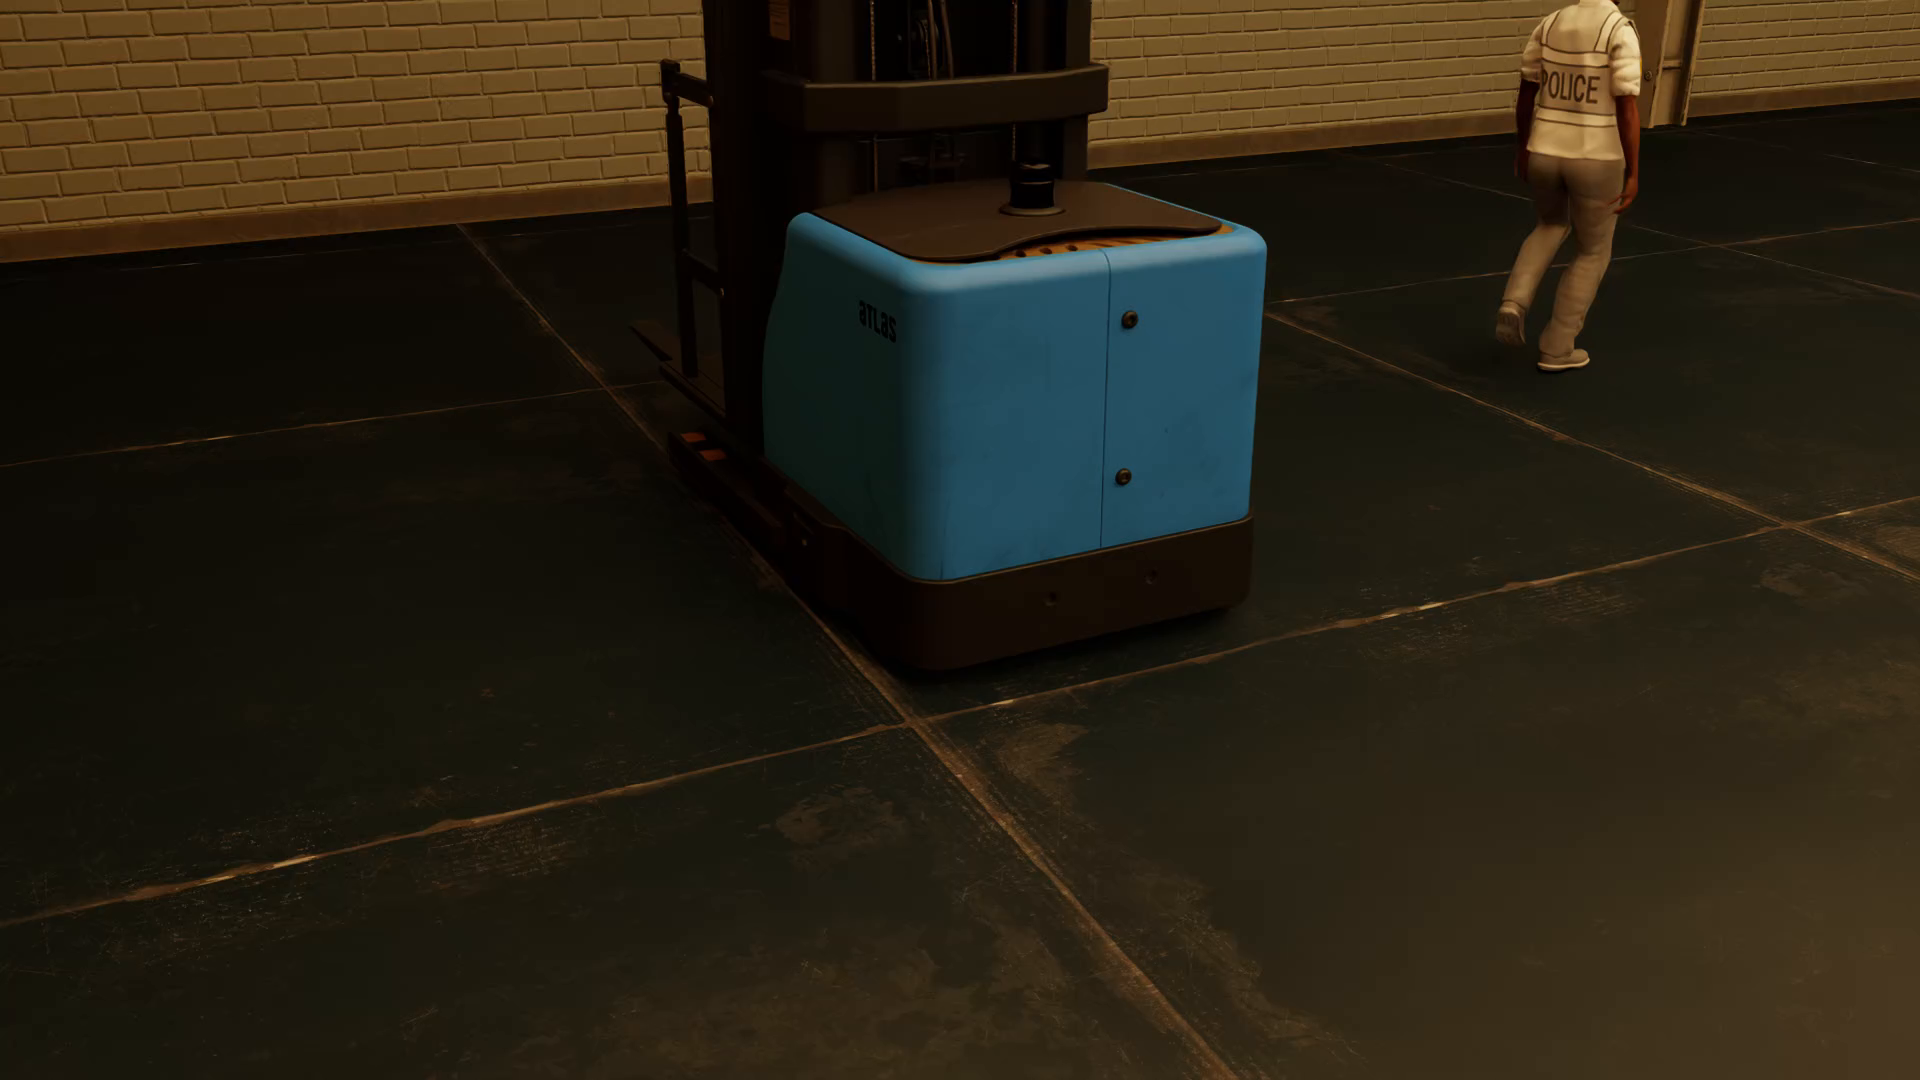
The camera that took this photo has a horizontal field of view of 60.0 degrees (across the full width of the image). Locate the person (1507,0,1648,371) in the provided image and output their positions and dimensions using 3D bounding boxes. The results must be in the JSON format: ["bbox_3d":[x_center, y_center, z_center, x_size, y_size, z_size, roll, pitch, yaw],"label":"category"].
[{"bbox_3d":[2.493,-1.502,6.608,0.464,1.670,0.562,-17,28,-34],"label":"person"}]

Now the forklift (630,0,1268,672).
[{"bbox_3d":[-0.322,-1.554,5.027,1.130,2.935,3.031,-11,25,-25],"label":"forklift"}]
